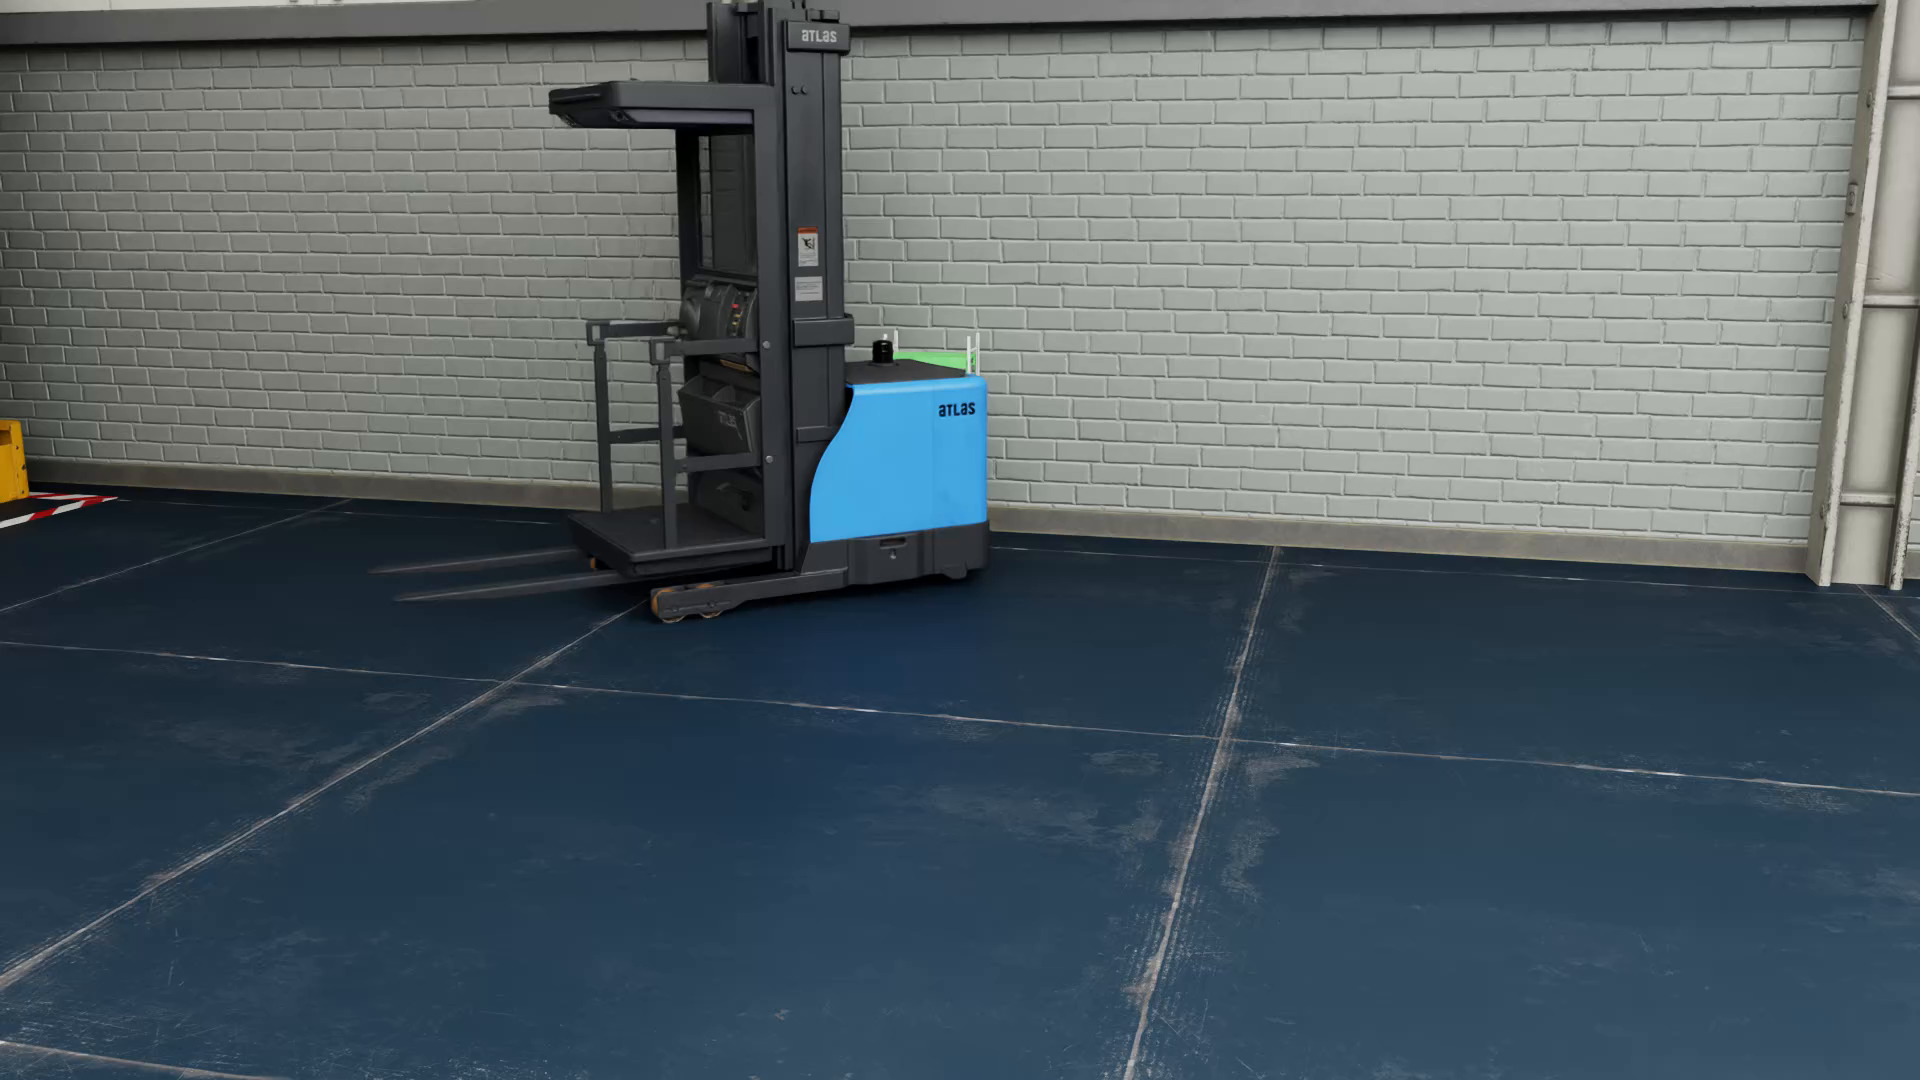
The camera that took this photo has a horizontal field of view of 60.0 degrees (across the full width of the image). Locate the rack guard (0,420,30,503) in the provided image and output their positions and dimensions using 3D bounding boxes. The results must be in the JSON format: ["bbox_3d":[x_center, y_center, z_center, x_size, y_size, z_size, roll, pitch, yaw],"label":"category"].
[{"bbox_3d":[-6.465,-0.425,10.495,0.348,0.500,1.175,3,13,14],"label":"rack guard"}]

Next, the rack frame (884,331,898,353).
[{"bbox_3d":[-0.398,-0.607,9.700,0.015,1.200,0.240,3,13,14],"label":"rack frame"}]

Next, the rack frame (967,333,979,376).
[{"bbox_3d":[0.076,-0.582,9.585,0.015,1.200,0.240,3,13,14],"label":"rack frame"}]

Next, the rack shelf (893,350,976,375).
[{"bbox_3d":[-0.161,-1.001,9.552,0.480,0.148,0.258,3,13,14],"label":"rack shelf"}]

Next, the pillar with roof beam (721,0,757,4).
[{"bbox_3d":[-2.155,-3.584,5.113,0.400,9.000,9.100,3,13,14],"label":"pillar with roof beam"}]

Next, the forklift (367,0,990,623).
[{"bbox_3d":[-1.384,-1.163,8.207,3.031,2.935,1.130,-7,14,-28],"label":"forklift"}]

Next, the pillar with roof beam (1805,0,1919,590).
[{"bbox_3d":[3.670,-3.273,3.710,0.400,9.000,9.100,3,13,14],"label":"pillar with roof beam"}]

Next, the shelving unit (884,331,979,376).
[{"bbox_3d":[-0.161,-0.594,9.642,0.503,1.200,0.258,3,13,14],"label":"shelving unit"}]
